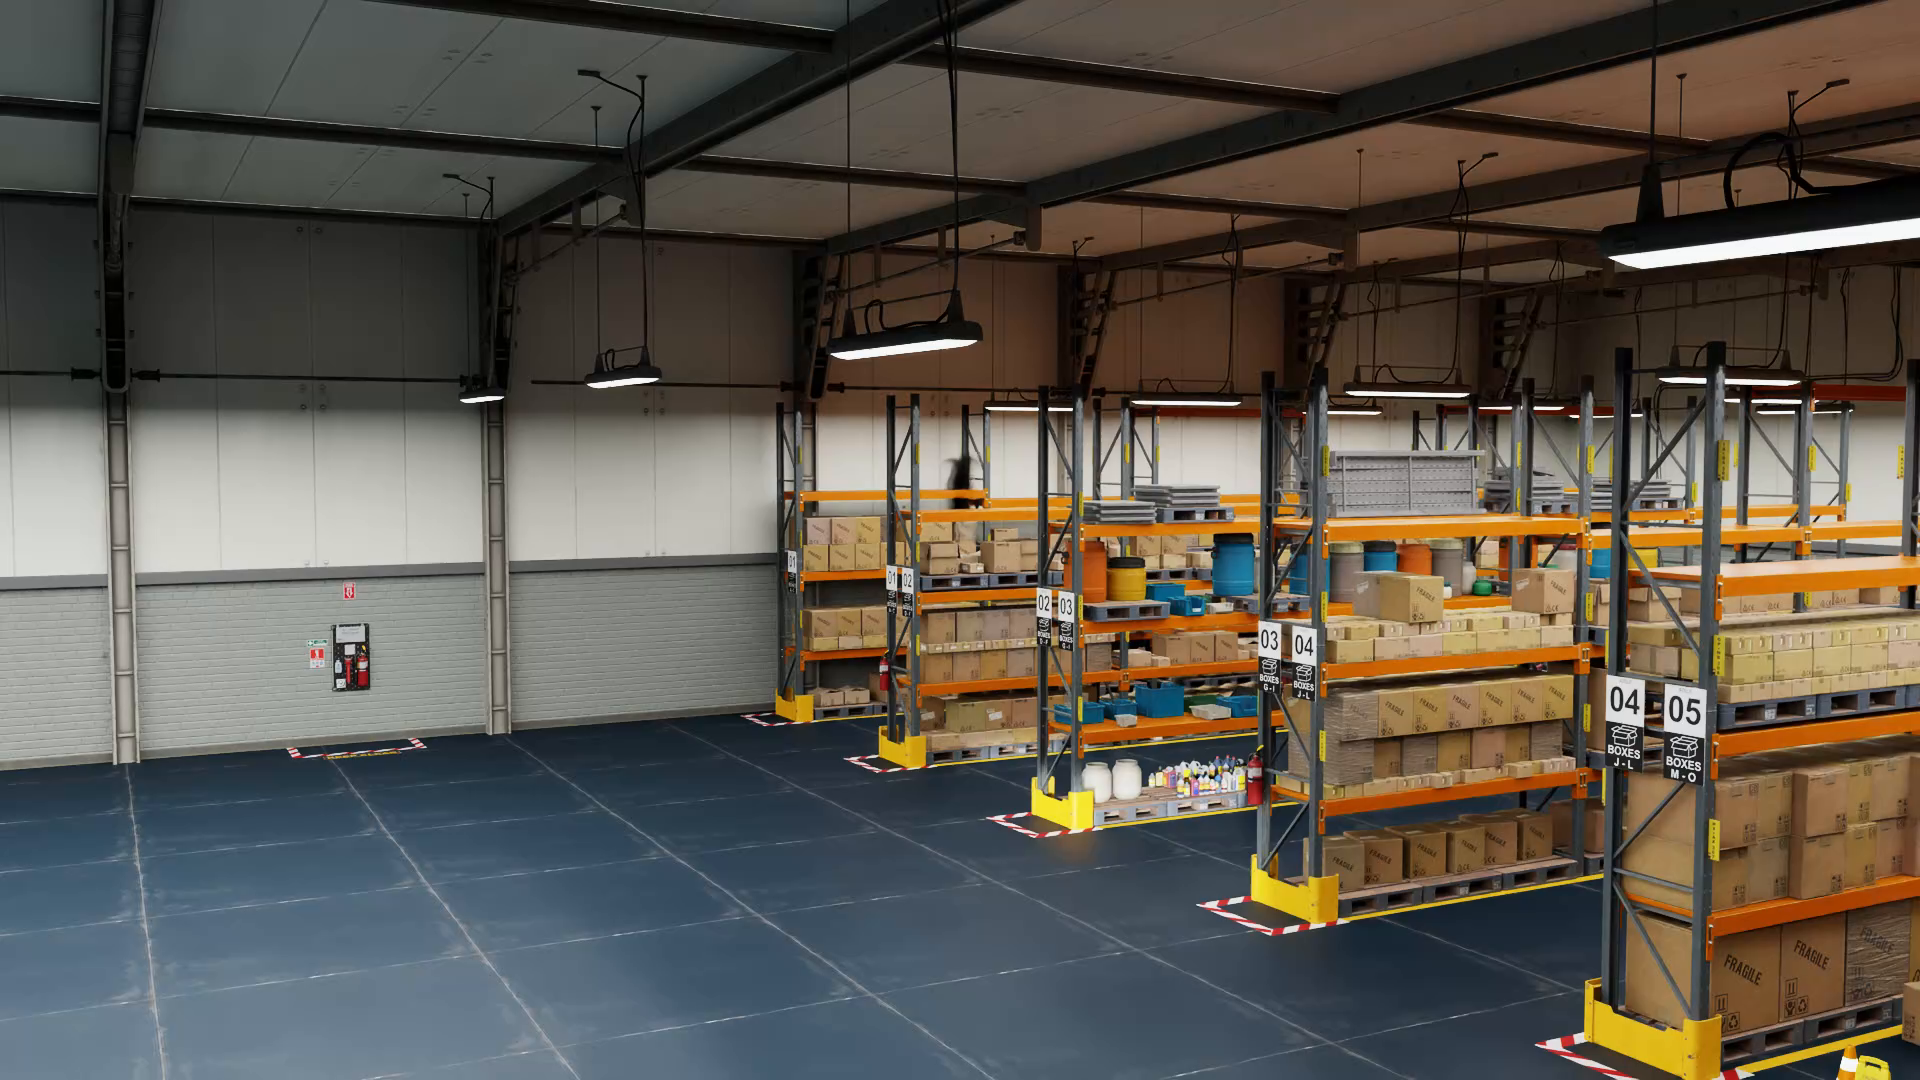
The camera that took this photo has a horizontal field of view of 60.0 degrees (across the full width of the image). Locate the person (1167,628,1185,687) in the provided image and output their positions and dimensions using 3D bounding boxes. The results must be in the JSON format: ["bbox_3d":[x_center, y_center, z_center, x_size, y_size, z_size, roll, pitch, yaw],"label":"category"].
[{"bbox_3d":[4.172,2.480,31.915,0.831,1.825,0.629,-1,3,-22],"label":"person"}]
